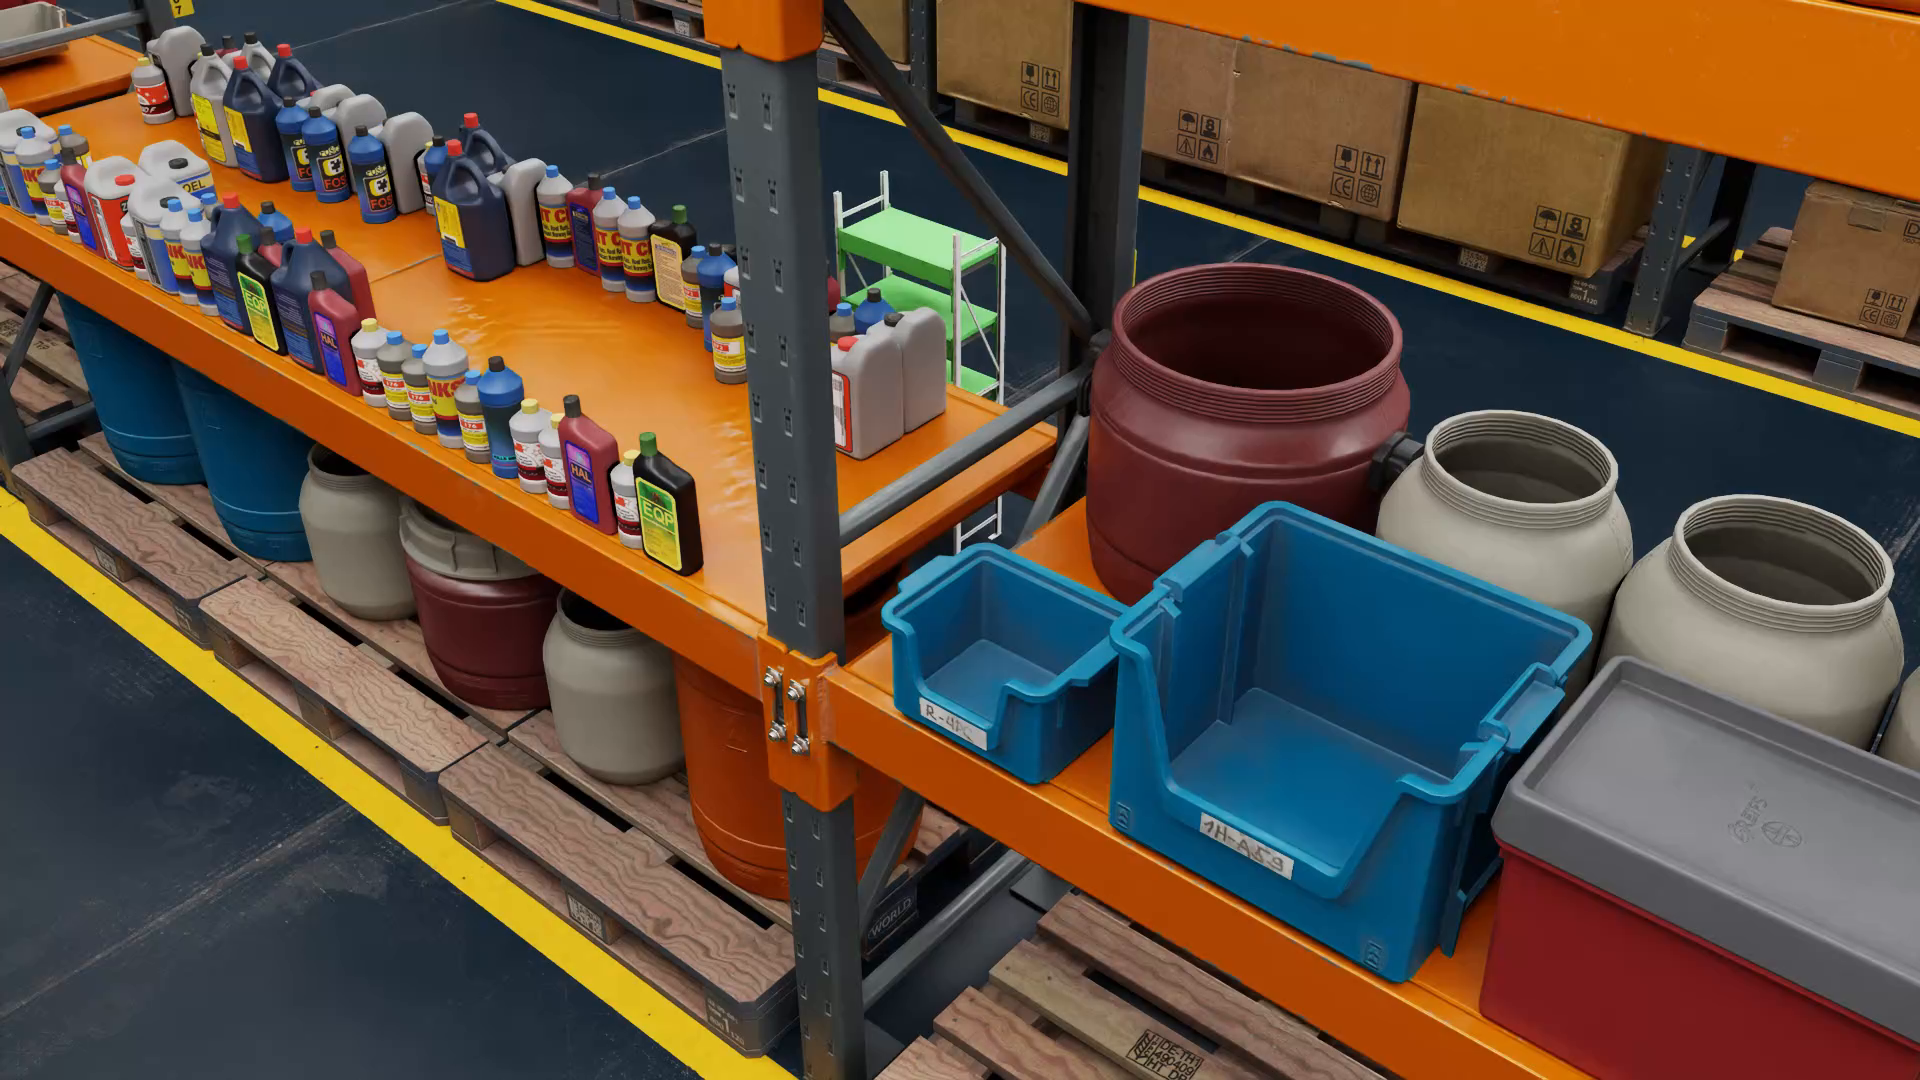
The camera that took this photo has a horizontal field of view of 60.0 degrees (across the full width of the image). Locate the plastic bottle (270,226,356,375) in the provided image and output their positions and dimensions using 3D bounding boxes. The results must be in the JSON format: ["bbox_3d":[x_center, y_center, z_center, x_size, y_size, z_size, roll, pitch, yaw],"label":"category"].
[{"bbox_3d":[-1.558,-0.591,4.005,0.185,0.351,0.144,25,42,32],"label":"plastic bottle"}]

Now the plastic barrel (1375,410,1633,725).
[{"bbox_3d":[0.928,0.073,2.896,0.421,0.512,0.421,0,34,0],"label":"plastic barrel"}]

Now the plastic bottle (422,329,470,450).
[{"bbox_3d":[-1.137,-0.343,3.714,0.097,0.271,0.097,0,34,0],"label":"plastic bottle"}]

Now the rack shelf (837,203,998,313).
[{"bbox_3d":[-0.127,-0.898,5.262,0.480,0.148,0.258,25,42,32],"label":"rack shelf"}]

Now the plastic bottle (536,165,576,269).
[{"bbox_3d":[-1.085,-0.878,4.492,0.097,0.271,0.097,0,34,0],"label":"plastic bottle"}]

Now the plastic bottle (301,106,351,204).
[{"bbox_3d":[-1.858,-1.130,4.859,0.097,0.271,0.097,0,34,0],"label":"plastic bottle"}]

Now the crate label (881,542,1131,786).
[{"bbox_3d":[0.084,0.224,2.923,0.416,0.233,0.303,25,42,32],"label":"crate label"}]

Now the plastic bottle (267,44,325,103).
[{"bbox_3d":[-2.016,-1.332,5.084,0.185,0.351,0.144,25,42,32],"label":"plastic bottle"}]

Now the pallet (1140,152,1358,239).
[{"bbox_3d":[1.678,-1.927,8.369,1.213,0.211,1.003,25,42,32],"label":"pallet"}]

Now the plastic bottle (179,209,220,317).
[{"bbox_3d":[-1.926,-0.715,4.255,0.097,0.271,0.097,0,34,0],"label":"plastic bottle"}]

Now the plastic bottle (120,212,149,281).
[{"bbox_3d":[-2.179,-0.805,4.448,0.097,0.201,0.097,0,34,0],"label":"plastic bottle"}]

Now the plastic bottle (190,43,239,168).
[{"bbox_3d":[-2.250,-1.336,5.090,0.185,0.351,0.144,25,42,32],"label":"plastic bottle"}]

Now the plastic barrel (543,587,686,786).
[{"bbox_3d":[-0.878,0.356,4.409,0.421,0.512,0.421,0,34,0],"label":"plastic barrel"}]

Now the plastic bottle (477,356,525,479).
[{"bbox_3d":[-0.987,-0.273,3.611,0.097,0.271,0.097,0,34,0],"label":"plastic bottle"}]

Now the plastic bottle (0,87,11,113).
[{"bbox_3d":[-2.980,-1.306,5.046,0.185,0.351,0.144,25,42,32],"label":"plastic bottle"}]

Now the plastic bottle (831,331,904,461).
[{"bbox_3d":[-0.223,-0.341,3.707,0.135,0.276,0.152,25,42,32],"label":"plastic bottle"}]

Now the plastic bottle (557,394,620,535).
[{"bbox_3d":[-0.761,-0.157,3.433,0.133,0.283,0.061,25,42,32],"label":"plastic bottle"}]

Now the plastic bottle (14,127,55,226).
[{"bbox_3d":[-2.609,-1.037,4.724,0.097,0.271,0.097,0,34,0],"label":"plastic bottle"}]

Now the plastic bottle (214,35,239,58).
[{"bbox_3d":[-2.357,-1.496,5.381,0.133,0.283,0.061,25,42,32],"label":"plastic bottle"}]

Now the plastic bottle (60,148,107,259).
[{"bbox_3d":[-2.382,-0.922,4.545,0.133,0.283,0.061,25,42,32],"label":"plastic bottle"}]

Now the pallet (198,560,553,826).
[{"bbox_3d":[-1.566,0.279,5.157,1.213,0.211,1.003,25,42,32],"label":"pallet"}]

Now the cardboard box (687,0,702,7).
[{"bbox_3d":[-1.052,-3.662,9.938,0.875,0.875,0.875,25,42,32],"label":"cardboard box"}]

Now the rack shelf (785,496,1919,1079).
[{"bbox_3d":[1.537,0.860,2.484,4.000,0.370,1.077,25,42,32],"label":"rack shelf"}]

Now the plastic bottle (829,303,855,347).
[{"bbox_3d":[-0.272,-0.466,3.954,0.097,0.201,0.097,0,34,0],"label":"plastic bottle"}]

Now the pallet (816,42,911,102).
[{"bbox_3d":[-0.439,-2.925,9.822,1.213,0.211,1.003,25,42,32],"label":"pallet"}]

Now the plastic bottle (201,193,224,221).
[{"bbox_3d":[-2.006,-0.836,4.493,0.097,0.201,0.097,0,34,0],"label":"plastic bottle"}]

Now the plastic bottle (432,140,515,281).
[{"bbox_3d":[-1.305,-0.885,4.433,0.185,0.351,0.144,25,42,32],"label":"plastic bottle"}]

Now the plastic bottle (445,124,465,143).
[{"bbox_3d":[-1.407,-1.048,4.729,0.133,0.283,0.061,25,42,32],"label":"plastic bottle"}]

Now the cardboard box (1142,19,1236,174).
[{"bbox_3d":[1.287,-2.516,8.269,0.875,0.875,1.225,24,41,30],"label":"cardboard box"}]

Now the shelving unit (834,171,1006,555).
[{"bbox_3d":[-0.127,-0.555,5.498,0.503,1.200,0.258,25,42,32],"label":"shelving unit"}]

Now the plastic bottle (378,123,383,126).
[{"bbox_3d":[-1.686,-1.132,4.924,0.097,0.201,0.097,0,34,0],"label":"plastic bottle"}]

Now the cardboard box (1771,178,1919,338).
[{"bbox_3d":[3.697,-1.233,6.715,0.500,0.500,0.700,23,41,30],"label":"cardboard box"}]

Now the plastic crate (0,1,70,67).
[{"bbox_3d":[-3.340,-1.757,5.838,0.243,0.136,0.396,25,42,32],"label":"plastic crate"}]

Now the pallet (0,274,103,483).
[{"bbox_3d":[-3.664,-0.710,6.597,1.213,0.211,1.003,25,42,32],"label":"pallet"}]

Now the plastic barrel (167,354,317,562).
[{"bbox_3d":[-2.122,-0.457,5.248,0.708,0.901,0.600,25,42,32],"label":"plastic barrel"}]

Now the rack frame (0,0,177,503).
[{"bbox_3d":[-3.074,-1.610,5.445,0.127,3.000,1.000,25,42,32],"label":"rack frame"}]

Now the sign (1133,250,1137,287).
[{"bbox_3d":[0.347,-0.470,3.641,0.005,0.325,0.100,25,42,32],"label":"sign"}]

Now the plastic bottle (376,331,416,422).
[{"bbox_3d":[-1.287,-0.385,3.836,0.097,0.201,0.097,0,34,0],"label":"plastic bottle"}]

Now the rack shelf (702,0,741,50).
[{"bbox_3d":[-1.537,-1.825,3.744,4.000,0.370,1.077,25,42,32],"label":"rack shelf"}]

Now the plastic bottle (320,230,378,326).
[{"bbox_3d":[-1.512,-0.618,4.103,0.133,0.283,0.061,25,42,32],"label":"plastic bottle"}]

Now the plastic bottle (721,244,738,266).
[{"bbox_3d":[-0.555,-0.646,4.144,0.133,0.283,0.061,25,42,32],"label":"plastic bottle"}]

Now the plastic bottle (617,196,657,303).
[{"bbox_3d":[-0.832,-0.759,4.319,0.097,0.271,0.097,0,34,0],"label":"plastic bottle"}]
